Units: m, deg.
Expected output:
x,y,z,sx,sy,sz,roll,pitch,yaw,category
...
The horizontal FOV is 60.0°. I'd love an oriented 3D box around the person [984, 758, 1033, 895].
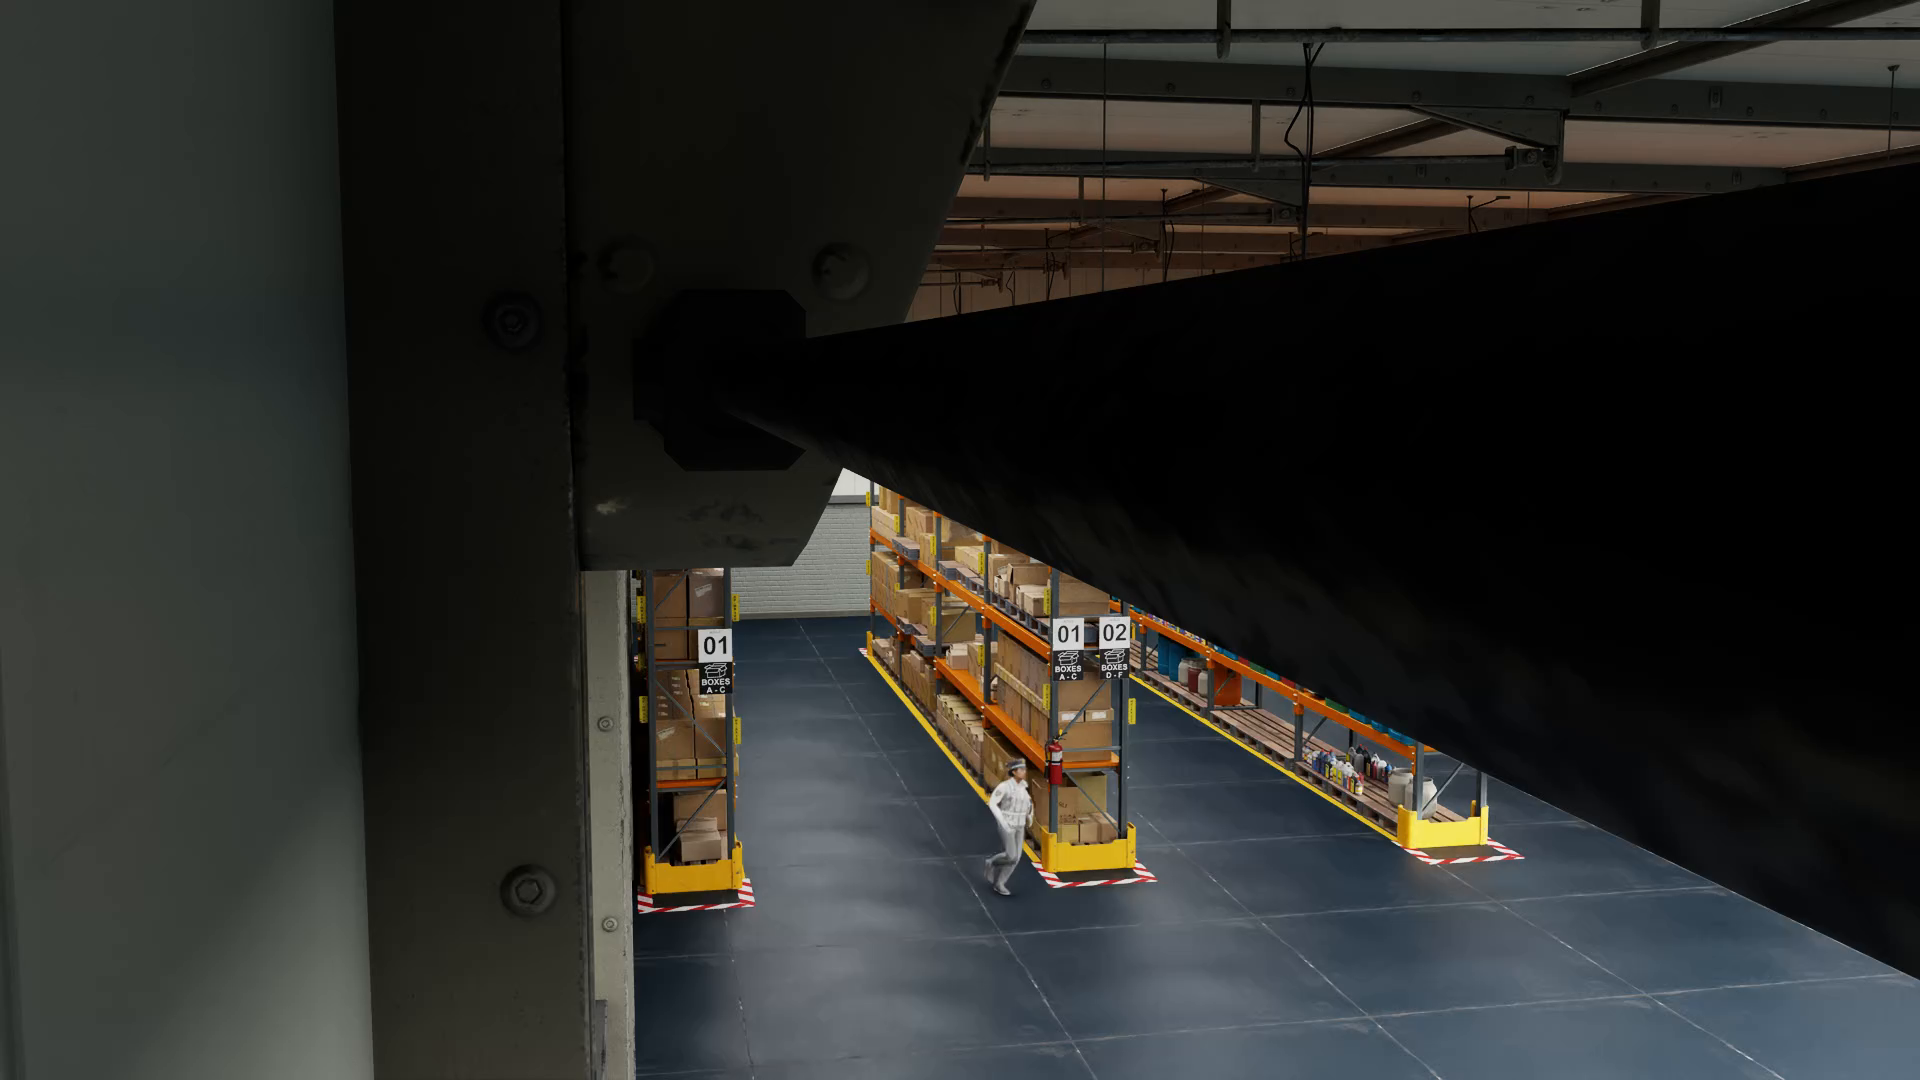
x,y,z,sx,sy,sz,roll,pitch,yaw,category
0.648,3.434,20.121,0.659,1.614,0.507,-5,8,-39,person
